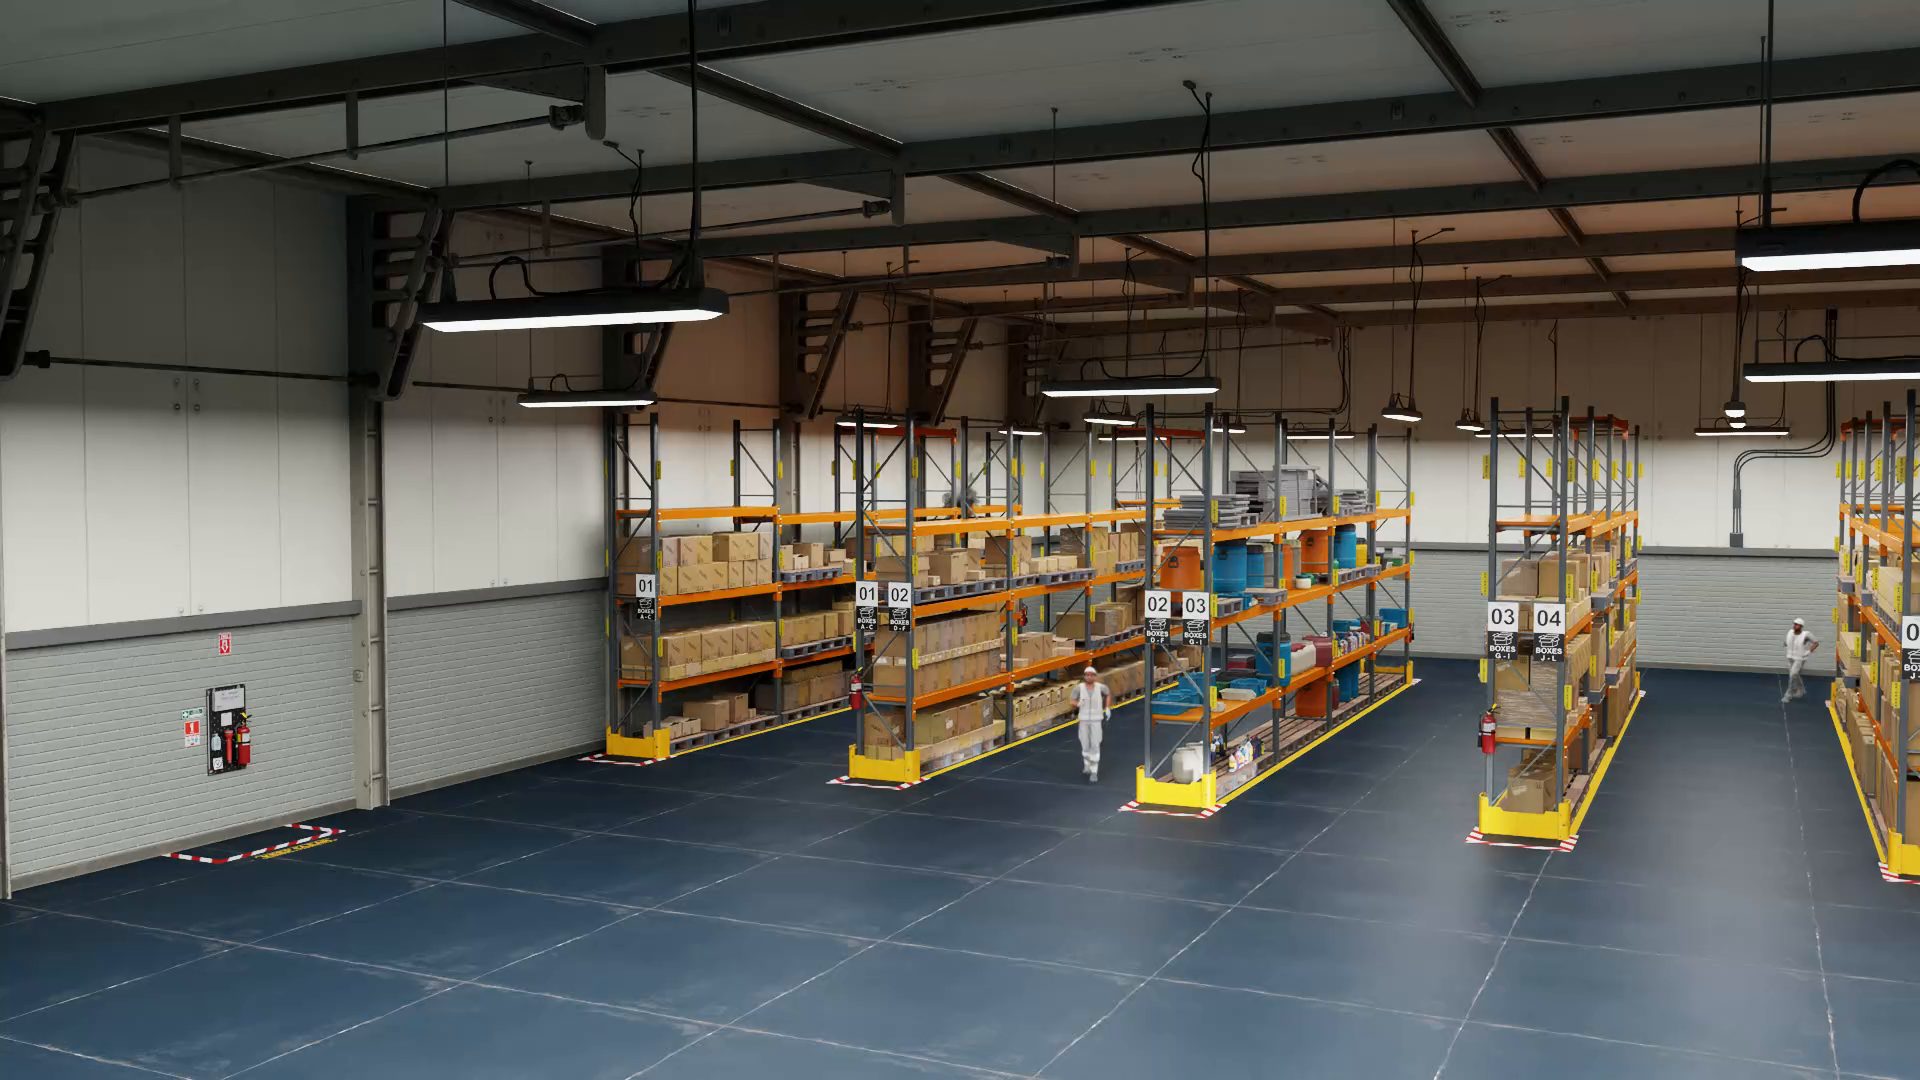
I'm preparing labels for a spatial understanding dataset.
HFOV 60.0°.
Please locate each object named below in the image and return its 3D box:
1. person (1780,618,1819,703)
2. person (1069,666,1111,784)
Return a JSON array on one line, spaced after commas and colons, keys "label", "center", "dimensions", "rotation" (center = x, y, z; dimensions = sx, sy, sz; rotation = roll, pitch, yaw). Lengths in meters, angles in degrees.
[{"label": "person", "center": [18.106, 2.602, 35.924], "dimensions": [0.828, 1.830, 0.682], "rotation": [-1, 3, -22]}, {"label": "person", "center": [2.097, 2.960, 26.942], "dimensions": [0.662, 1.846, 0.836], "rotation": [0, 2, 9]}]
